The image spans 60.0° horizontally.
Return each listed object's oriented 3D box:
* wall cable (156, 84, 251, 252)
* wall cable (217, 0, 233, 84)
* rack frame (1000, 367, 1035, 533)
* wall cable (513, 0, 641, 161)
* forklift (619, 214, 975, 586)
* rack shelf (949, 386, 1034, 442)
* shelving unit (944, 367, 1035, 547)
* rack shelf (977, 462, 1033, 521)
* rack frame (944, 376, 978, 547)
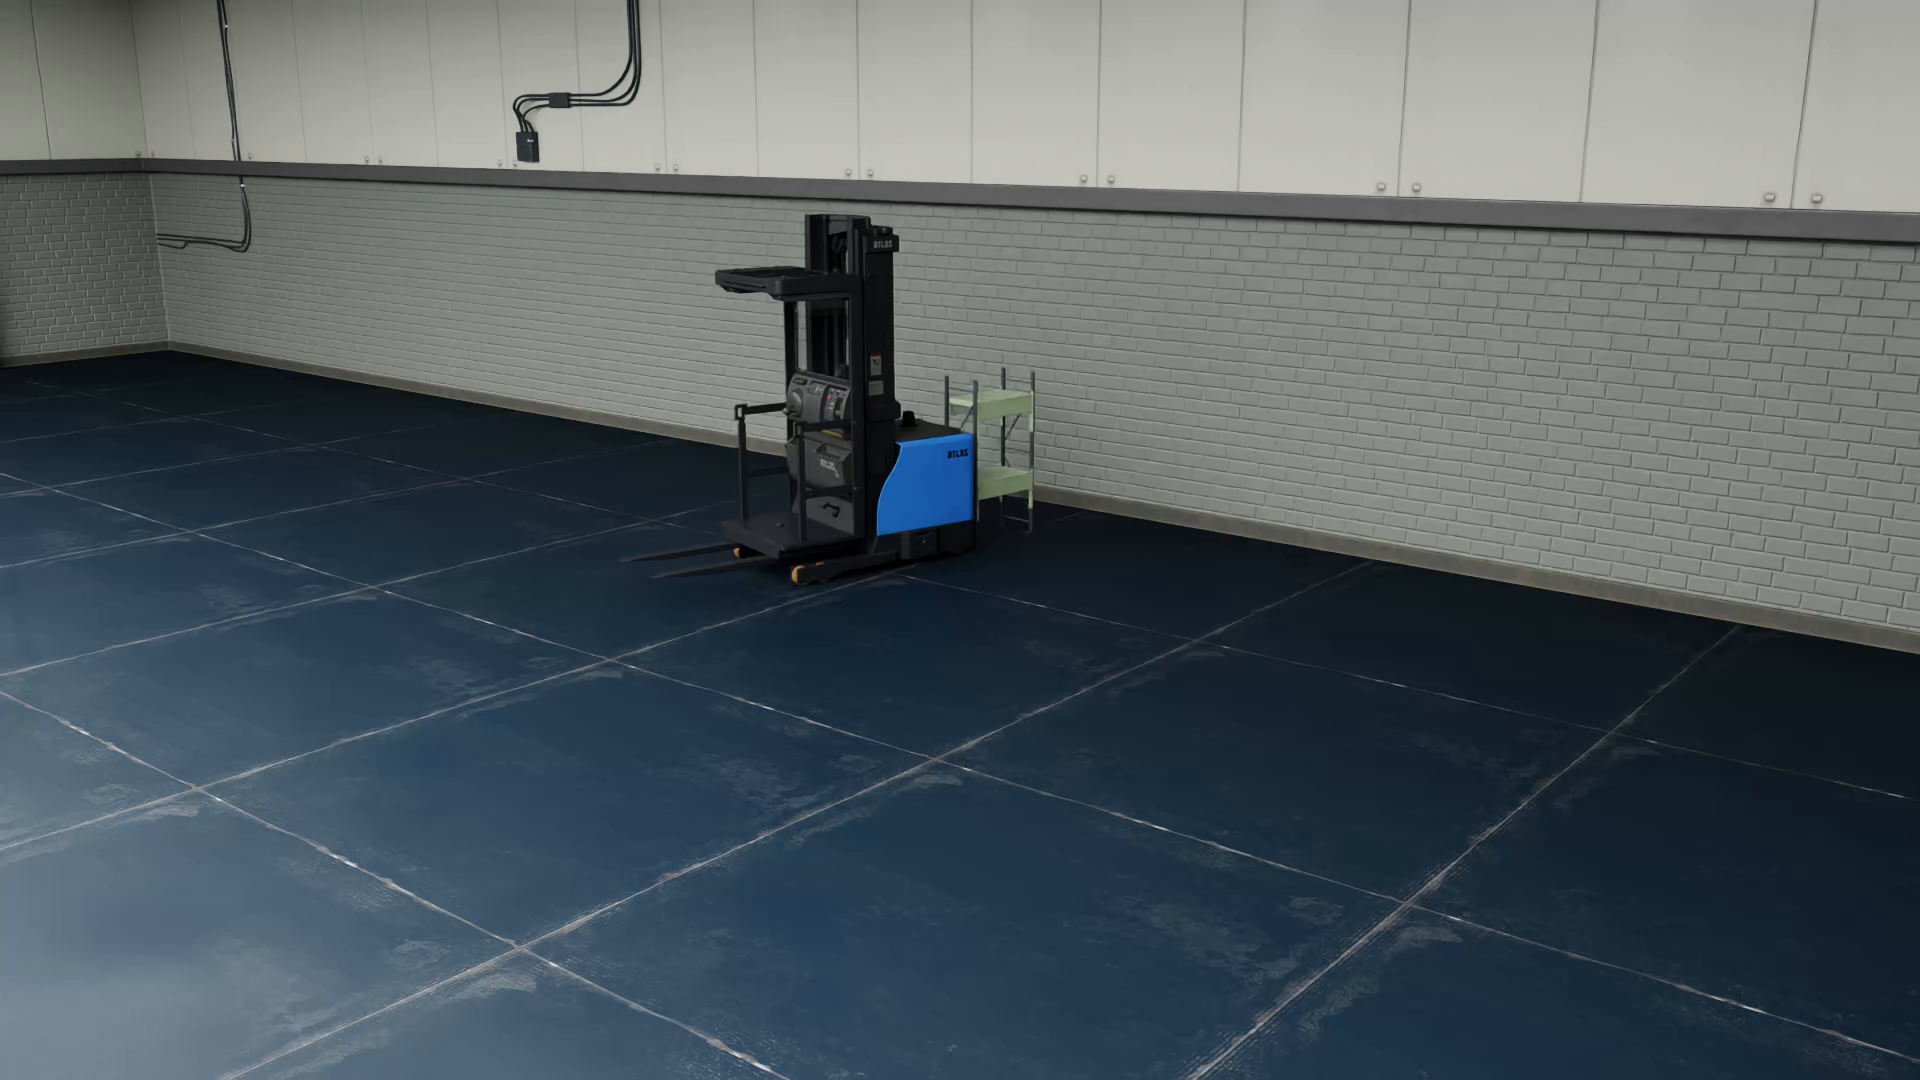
[{"bbox_3d":[-11.968,-5.777,25.894,3.097,2.526,0.112,11,18,38],"label":"wall cable"},{"bbox_3d":[-9.864,-7.806,23.624,3.097,2.526,0.112,11,18,38],"label":"wall cable"},{"bbox_3d":[0.527,-0.825,15.324,0.023,1.500,0.400,-14,20,-43],"label":"rack frame"},{"bbox_3d":[-4.594,-7.458,19.298,2.305,6.003,0.169,11,18,38],"label":"wall cable"},{"bbox_3d":[-1.359,-1.192,13.864,3.031,2.935,1.130,-10,17,-34],"label":"forklift"},{"bbox_3d":[0.268,-1.140,14.978,0.720,0.370,0.431,-14,20,-43],"label":"rack shelf"},{"bbox_3d":[0.268,-0.761,15.074,0.755,1.500,0.431,-14,20,-43],"label":"shelving unit"},{"bbox_3d":[0.268,-0.445,15.154,0.720,0.370,0.431,-14,20,-43],"label":"rack shelf"},{"bbox_3d":[0.008,-0.698,14.824,0.023,1.500,0.400,-14,20,-43],"label":"rack frame"}]
